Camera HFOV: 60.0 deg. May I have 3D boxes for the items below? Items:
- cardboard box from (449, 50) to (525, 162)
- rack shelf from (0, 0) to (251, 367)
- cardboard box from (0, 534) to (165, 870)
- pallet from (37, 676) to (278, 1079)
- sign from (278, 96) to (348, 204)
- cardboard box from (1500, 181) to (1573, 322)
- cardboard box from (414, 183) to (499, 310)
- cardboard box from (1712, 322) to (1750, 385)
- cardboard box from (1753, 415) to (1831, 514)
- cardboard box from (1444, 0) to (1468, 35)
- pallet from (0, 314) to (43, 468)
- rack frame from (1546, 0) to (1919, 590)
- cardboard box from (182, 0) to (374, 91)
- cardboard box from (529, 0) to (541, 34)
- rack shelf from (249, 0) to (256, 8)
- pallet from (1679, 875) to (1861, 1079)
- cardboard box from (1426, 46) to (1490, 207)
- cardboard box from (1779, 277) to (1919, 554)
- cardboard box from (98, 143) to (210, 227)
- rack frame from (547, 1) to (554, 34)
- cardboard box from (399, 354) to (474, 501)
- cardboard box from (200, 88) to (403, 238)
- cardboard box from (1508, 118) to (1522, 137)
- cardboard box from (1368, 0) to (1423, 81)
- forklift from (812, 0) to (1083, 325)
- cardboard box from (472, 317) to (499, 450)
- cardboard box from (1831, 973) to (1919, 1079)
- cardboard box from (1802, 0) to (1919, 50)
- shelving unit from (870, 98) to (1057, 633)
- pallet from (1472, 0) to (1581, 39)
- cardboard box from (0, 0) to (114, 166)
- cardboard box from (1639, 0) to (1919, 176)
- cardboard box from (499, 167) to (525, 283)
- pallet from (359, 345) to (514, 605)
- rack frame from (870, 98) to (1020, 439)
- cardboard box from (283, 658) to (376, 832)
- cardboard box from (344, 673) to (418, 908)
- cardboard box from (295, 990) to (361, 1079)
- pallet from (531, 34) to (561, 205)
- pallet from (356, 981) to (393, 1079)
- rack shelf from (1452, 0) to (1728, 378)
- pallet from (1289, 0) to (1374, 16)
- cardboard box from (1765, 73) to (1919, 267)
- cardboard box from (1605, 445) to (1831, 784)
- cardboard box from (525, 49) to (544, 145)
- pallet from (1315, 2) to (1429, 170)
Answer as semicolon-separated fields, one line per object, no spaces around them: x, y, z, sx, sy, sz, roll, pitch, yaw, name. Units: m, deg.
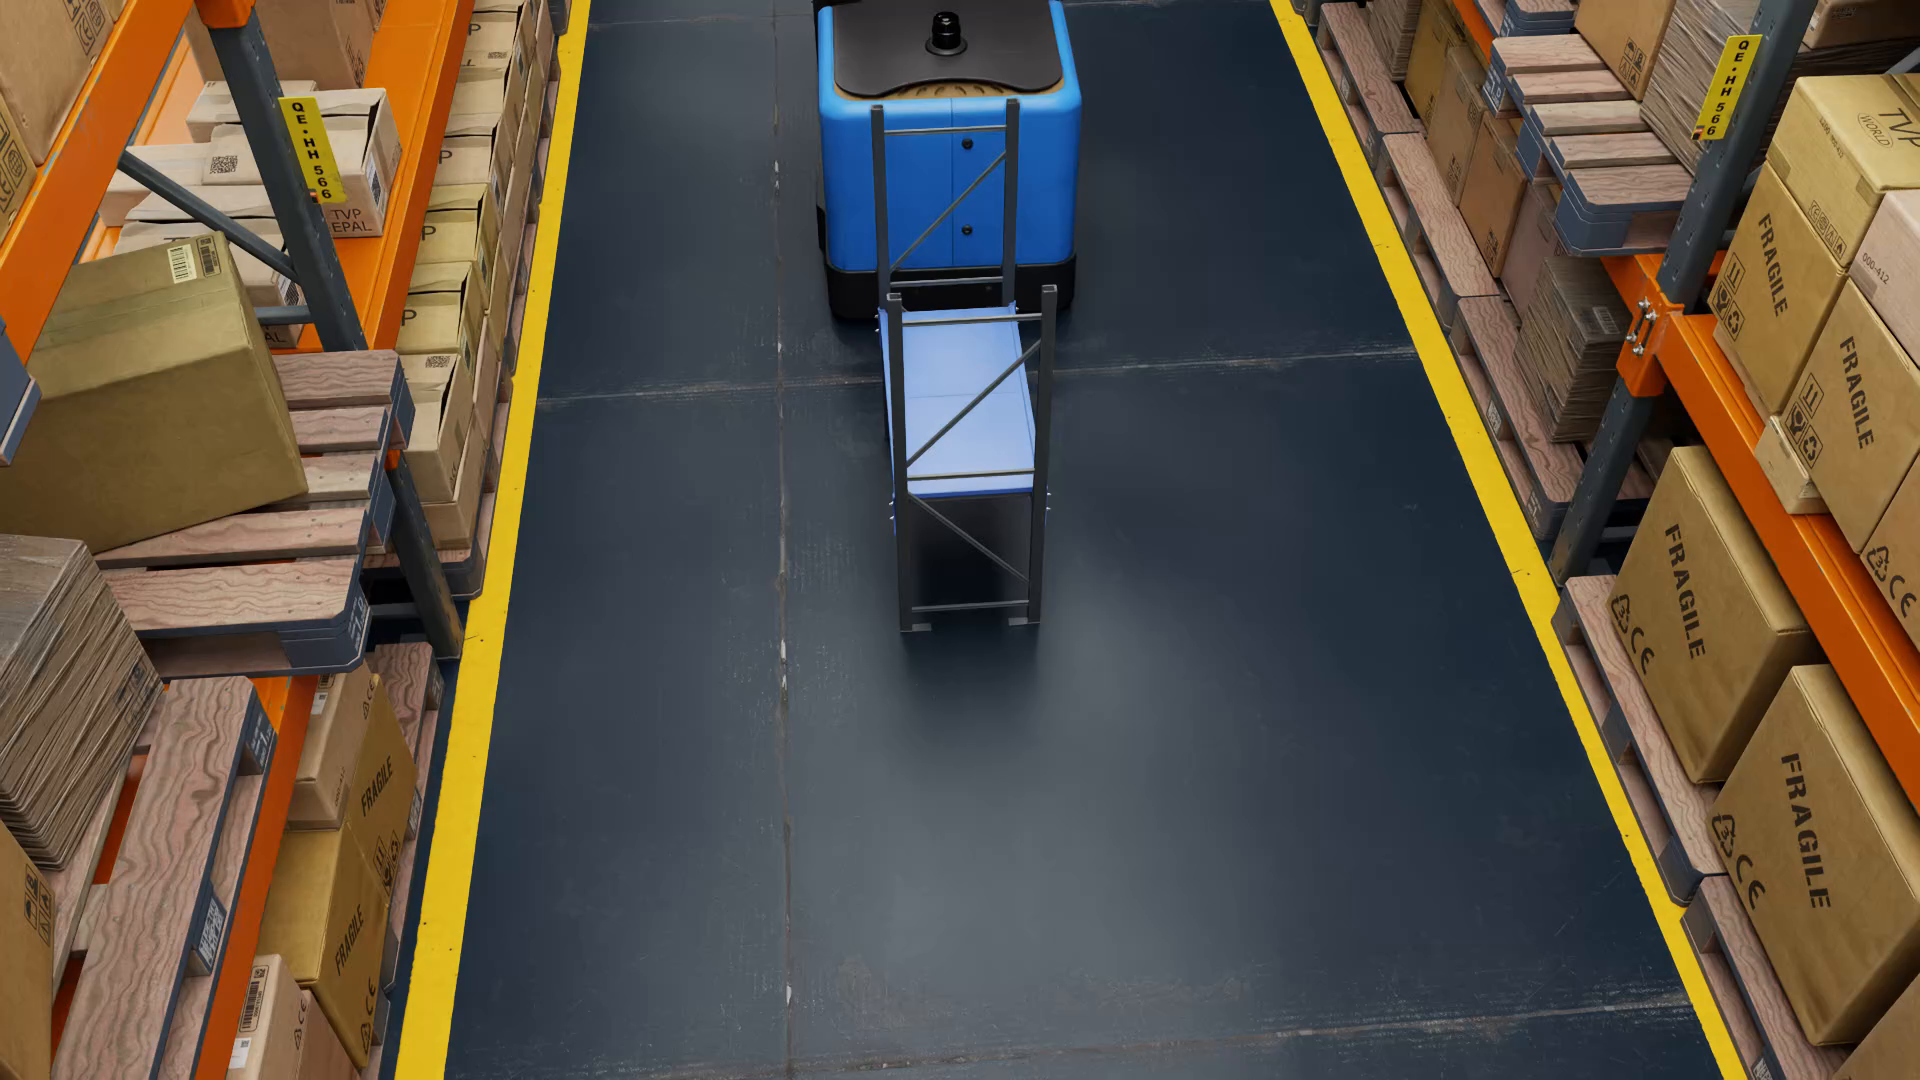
-2.186;-1.895;7.197;0.500;0.311;0.500;-4;47;-3;cardboard box
-2.092;0.041;2.575;1.077;0.370;4.000;-3;47;-3;rack shelf
-2.209;0.321;3.521;0.700;0.500;0.500;4;47;4;cardboard box
-2.092;0.851;3.510;1.003;0.211;1.213;-3;47;-3;pallet
-1.720;-1.033;4.419;0.100;0.325;0.005;-3;47;-3;sign
2.637;-1.115;6.659;0.700;0.500;0.500;-4;47;-3;cardboard box
-2.104;-1.159;6.500;0.500;0.311;0.500;-5;47;-4;cardboard box
2.473;-0.594;4.906;0.380;0.149;0.250;-4;47;-4;cardboard box
2.423;-0.214;4.546;0.380;0.149;0.250;-2;47;-2;cardboard box
2.460;-2.519;7.472;0.500;0.250;0.500;-4;47;-4;cardboard box
-2.000;0.079;2.173;1.213;0.211;1.003;-3;47;-3;pallet
2.676;-0.926;5.061;1.000;3.000;0.127;-3;47;-3;rack frame
-2.417;-1.869;5.885;0.500;0.500;0.500;-6;47;-5;cardboard box
-2.275;-2.632;7.895;0.500;0.311;0.500;-3;47;-3;cardboard box
-2.427;-2.853;5.316;1.077;0.370;4.000;-3;47;-3;rack shelf
2.766;1.489;4.695;1.003;0.211;1.213;-3;47;-3;pallet
2.515;-1.837;7.343;0.700;0.500;0.500;-3;47;-3;cardboard box
2.496;-0.323;4.202;0.500;0.500;0.500;-2;47;-2;cardboard box
-2.611;-1.169;5.465;0.380;0.149;0.250;-3;47;-3;cardboard box
-2.595;-3.516;7.514;1.000;3.000;0.127;-3;47;-3;rack frame
-2.011;-0.410;5.791;0.500;0.311;0.500;-2;47;-2;cardboard box
-2.142;-1.250;5.429;0.500;0.311;0.500;-4;47;-4;cardboard box
2.531;-1.781;6.773;0.500;0.250;0.500;-4;47;-3;cardboard box
2.419;-2.580;8.046;0.700;0.500;0.500;-2;47;-2;cardboard box
-0.123;-2.982;7.056;1.130;2.935;3.031;-3;47;-3;forklift
-2.054;-0.581;6.339;0.500;0.250;0.500;-5;47;-4;cardboard box
2.750;1.458;3.995;0.750;0.750;0.750;-2;47;-2;cardboard box
2.617;-1.582;4.864;0.380;0.149;0.250;-9;47;-8;cardboard box
-0.007;-0.577;5.764;0.538;1.500;1.048;-3;47;-3;shelving unit
2.470;-2.289;6.484;1.003;0.211;1.213;-3;47;-3;pallet
-2.147;-1.005;3.001;0.910;0.500;0.500;-3;47;-3;cardboard box
2.627;-1.451;5.186;0.700;0.500;0.500;-8;47;-8;cardboard box
-2.146;-1.328;7.046;0.500;0.250;0.500;-3;47;-2;cardboard box
-2.290;-0.261;6.352;1.003;0.211;1.213;-3;47;-3;pallet
-0.050;-0.945;6.112;0.500;1.500;0.032;-3;47;-3;rack frame
-1.939;0.531;4.583;0.500;0.250;0.500;-2;47;-2;cardboard box
-1.948;0.749;4.893;0.500;0.500;0.500;-2;47;-2;cardboard box
-1.855;1.503;4.180;0.500;0.500;0.500;-5;47;-5;cardboard box
-2.494;-2.026;8.024;1.003;0.211;1.213;-3;47;-3;pallet
-2.136;1.760;4.438;1.003;0.211;1.213;-3;47;-3;pallet
2.509;-2.125;6.692;1.077;0.370;4.000;-3;47;-3;rack shelf
2.250;-3.345;9.272;1.003;0.211;1.213;-3;47;-3;pallet
2.460;-0.962;4.291;0.500;0.250;0.500;-2;47;-2;cardboard box
2.607;0.209;5.177;0.750;0.750;0.750;-4;47;-4;cardboard box
-2.231;-2.066;7.746;0.500;0.250;0.500;-4;47;-4;cardboard box
2.408;-2.298;8.281;1.003;0.211;1.213;-3;47;-3;pallet
